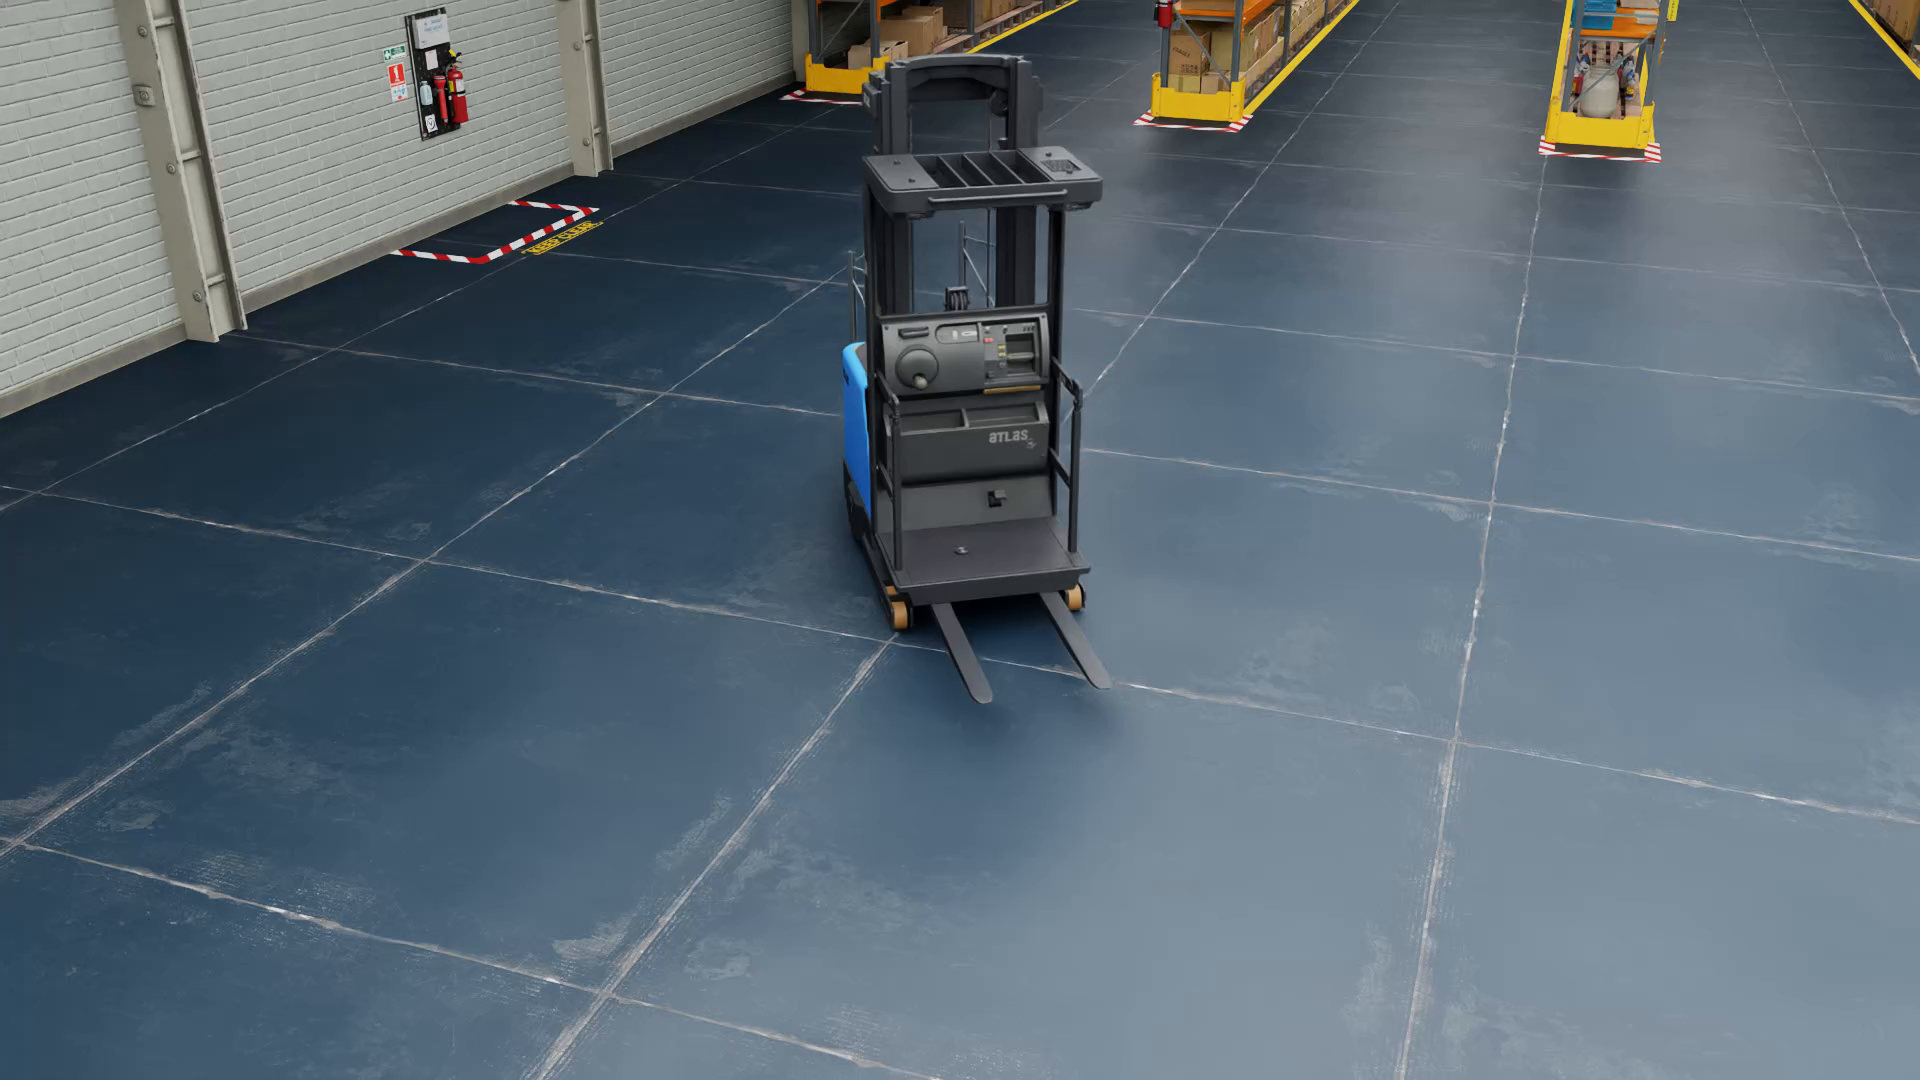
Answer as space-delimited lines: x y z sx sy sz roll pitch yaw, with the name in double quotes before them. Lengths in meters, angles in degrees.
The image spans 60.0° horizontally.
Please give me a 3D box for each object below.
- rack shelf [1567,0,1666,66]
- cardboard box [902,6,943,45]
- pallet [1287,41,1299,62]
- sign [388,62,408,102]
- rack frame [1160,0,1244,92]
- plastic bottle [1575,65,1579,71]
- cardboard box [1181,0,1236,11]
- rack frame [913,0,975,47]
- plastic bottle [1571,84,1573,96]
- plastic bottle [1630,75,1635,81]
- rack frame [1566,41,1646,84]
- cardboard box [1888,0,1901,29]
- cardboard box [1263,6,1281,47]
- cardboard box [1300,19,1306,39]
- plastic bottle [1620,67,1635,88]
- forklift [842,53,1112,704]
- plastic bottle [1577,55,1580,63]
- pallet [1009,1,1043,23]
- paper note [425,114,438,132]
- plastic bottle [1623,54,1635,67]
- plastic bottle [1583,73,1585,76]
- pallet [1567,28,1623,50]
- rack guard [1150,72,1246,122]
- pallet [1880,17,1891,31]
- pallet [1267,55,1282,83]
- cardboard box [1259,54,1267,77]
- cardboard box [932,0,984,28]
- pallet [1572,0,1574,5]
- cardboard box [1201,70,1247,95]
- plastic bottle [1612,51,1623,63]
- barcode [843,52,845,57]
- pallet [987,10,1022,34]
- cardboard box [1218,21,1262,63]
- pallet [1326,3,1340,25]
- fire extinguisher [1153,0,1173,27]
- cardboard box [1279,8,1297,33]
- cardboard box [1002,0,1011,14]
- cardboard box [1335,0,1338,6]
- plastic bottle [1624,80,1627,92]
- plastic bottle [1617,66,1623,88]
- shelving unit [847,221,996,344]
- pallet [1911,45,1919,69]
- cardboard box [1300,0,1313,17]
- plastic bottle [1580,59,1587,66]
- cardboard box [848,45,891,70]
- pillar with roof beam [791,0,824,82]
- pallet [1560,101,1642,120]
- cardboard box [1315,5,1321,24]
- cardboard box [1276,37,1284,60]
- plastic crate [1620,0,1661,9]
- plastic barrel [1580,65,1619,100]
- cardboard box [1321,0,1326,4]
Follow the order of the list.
"rack shelf" 8.417 -6.646 21.360 1.077 0.370 4.000 9 27 17
"cardboard box" -0.567 -7.869 25.424 0.500 0.500 0.500 7 27 14
"pallet" 4.622 -7.565 25.632 1.003 0.211 1.213 9 27 17
"sign" -5.310 -4.326 15.701 0.001 0.329 0.234 9 27 17
"rack frame" 3.082 -6.868 20.993 1.000 3.000 0.127 9 27 17
"plastic bottle" 8.157 -6.197 22.142 0.144 0.351 0.185 10 28 20
"cardboard box" 3.249 -7.103 21.363 0.700 0.500 0.500 9 27 17
"rack frame" -0.259 -9.228 25.868 1.000 3.000 0.127 9 27 17
"plastic bottle" 7.950 -5.905 21.710 0.097 0.201 0.097 0 26 0
"plastic bottle" 8.742 -5.914 21.634 0.061 0.283 0.133 9 27 18
"rack frame" 9.083 -7.792 22.901 1.000 3.000 0.127 9 27 17
"cardboard box" 15.638 -8.596 26.518 1.225 0.875 0.875 9 27 18
"cardboard box" 4.288 -7.375 23.852 0.500 0.500 0.500 9 27 17
"cardboard box" 5.122 -8.016 26.037 0.500 0.250 0.500 8 27 16
"plastic bottle" 8.911 -6.180 22.192 0.152 0.276 0.135 9 27 18
"forklift" 0.085 -0.998 8.948 1.130 2.935 3.031 -6 26 -12
"plastic bottle" 8.423 -6.526 22.821 0.144 0.351 0.185 10 27 19
"pallet" 0.810 -9.296 29.208 1.003 0.211 1.213 9 27 17
"paper note" -5.152 -4.063 16.210 0.016 0.148 0.142 9 27 17
"plastic bottle" 9.077 -6.412 22.586 0.144 0.351 0.185 7 27 15
"plastic bottle" 8.285 -6.131 22.176 0.097 0.201 0.097 0 26 0
"pallet" 10.120 -7.868 26.258 1.003 0.211 1.213 9 27 17
"rack guard" 3.074 -5.733 21.517 1.175 0.500 0.348 9 27 17
"pallet" 16.230 -8.778 28.138 1.003 0.211 1.213 9 27 17
"pallet" 4.109 -6.936 24.333 1.003 0.211 1.213 9 27 17
"cardboard box" 3.971 -6.624 23.161 0.500 0.250 0.500 9 27 17
"cardboard box" -0.030 -8.606 26.947 0.700 0.500 0.500 10 27 19
"pallet" 11.449 -9.513 29.656 1.003 0.211 1.213 9 27 17
"cardboard box" 3.470 -6.007 21.889 0.500 0.250 0.500 9 27 17
"plastic bottle" 9.004 -6.512 22.792 0.144 0.351 0.185 9 27 17
"barcode" -1.647 -6.913 23.657 0.001 0.075 0.075 9 27 17
"pallet" 0.403 -8.797 28.176 1.003 0.211 1.213 9 27 17
"cardboard box" 3.789 -6.758 22.578 0.500 0.500 0.500 9 27 17
"pallet" 6.028 -9.202 29.013 1.003 0.211 1.213 9 27 17
"fire extinguisher" 2.605 -6.852 21.048 0.296 0.674 0.183 9 27 17
"cardboard box" 4.786 -7.849 25.049 0.500 0.311 0.500 9 27 18
"cardboard box" 0.461 -9.239 28.253 0.700 0.500 0.500 9 27 17
"cardboard box" 6.334 -9.590 28.978 0.500 0.500 0.500 8 27 16
"plastic bottle" 8.829 -6.009 21.925 0.097 0.201 0.097 0 26 0
"plastic bottle" 8.811 -6.198 22.222 0.061 0.283 0.133 9 27 17
"shelving unit" -0.170 -1.255 11.121 0.587 1.500 1.083 23 34 39
"pallet" 14.823 -7.141 24.757 1.003 0.211 1.213 9 27 17
"cardboard box" 5.296 -8.481 26.354 0.500 0.311 0.500 10 27 19
"plastic bottle" 8.489 -6.413 22.679 0.097 0.271 0.097 0 26 0
"cardboard box" -1.275 -6.844 23.523 0.500 0.311 0.500 6 26 12
"pillar with roof beam" 1.886 -10.074 20.729 9.100 9.000 0.400 9 27 17
"pallet" 8.008 -5.264 20.880 1.003 0.211 1.213 9 27 17
"cardboard box" 5.631 -8.643 27.332 0.500 0.250 0.500 8 27 17
"cardboard box" 4.465 -7.241 24.436 0.500 0.250 0.500 9 27 17
"plastic crate" 8.781 -6.969 21.504 0.530 0.136 0.437 9 27 17
"plastic barrel" 8.066 -5.705 20.963 0.421 0.512 0.421 0 26 0
"cardboard box" 5.802 -9.108 27.650 0.500 0.311 0.500 9 27 19
